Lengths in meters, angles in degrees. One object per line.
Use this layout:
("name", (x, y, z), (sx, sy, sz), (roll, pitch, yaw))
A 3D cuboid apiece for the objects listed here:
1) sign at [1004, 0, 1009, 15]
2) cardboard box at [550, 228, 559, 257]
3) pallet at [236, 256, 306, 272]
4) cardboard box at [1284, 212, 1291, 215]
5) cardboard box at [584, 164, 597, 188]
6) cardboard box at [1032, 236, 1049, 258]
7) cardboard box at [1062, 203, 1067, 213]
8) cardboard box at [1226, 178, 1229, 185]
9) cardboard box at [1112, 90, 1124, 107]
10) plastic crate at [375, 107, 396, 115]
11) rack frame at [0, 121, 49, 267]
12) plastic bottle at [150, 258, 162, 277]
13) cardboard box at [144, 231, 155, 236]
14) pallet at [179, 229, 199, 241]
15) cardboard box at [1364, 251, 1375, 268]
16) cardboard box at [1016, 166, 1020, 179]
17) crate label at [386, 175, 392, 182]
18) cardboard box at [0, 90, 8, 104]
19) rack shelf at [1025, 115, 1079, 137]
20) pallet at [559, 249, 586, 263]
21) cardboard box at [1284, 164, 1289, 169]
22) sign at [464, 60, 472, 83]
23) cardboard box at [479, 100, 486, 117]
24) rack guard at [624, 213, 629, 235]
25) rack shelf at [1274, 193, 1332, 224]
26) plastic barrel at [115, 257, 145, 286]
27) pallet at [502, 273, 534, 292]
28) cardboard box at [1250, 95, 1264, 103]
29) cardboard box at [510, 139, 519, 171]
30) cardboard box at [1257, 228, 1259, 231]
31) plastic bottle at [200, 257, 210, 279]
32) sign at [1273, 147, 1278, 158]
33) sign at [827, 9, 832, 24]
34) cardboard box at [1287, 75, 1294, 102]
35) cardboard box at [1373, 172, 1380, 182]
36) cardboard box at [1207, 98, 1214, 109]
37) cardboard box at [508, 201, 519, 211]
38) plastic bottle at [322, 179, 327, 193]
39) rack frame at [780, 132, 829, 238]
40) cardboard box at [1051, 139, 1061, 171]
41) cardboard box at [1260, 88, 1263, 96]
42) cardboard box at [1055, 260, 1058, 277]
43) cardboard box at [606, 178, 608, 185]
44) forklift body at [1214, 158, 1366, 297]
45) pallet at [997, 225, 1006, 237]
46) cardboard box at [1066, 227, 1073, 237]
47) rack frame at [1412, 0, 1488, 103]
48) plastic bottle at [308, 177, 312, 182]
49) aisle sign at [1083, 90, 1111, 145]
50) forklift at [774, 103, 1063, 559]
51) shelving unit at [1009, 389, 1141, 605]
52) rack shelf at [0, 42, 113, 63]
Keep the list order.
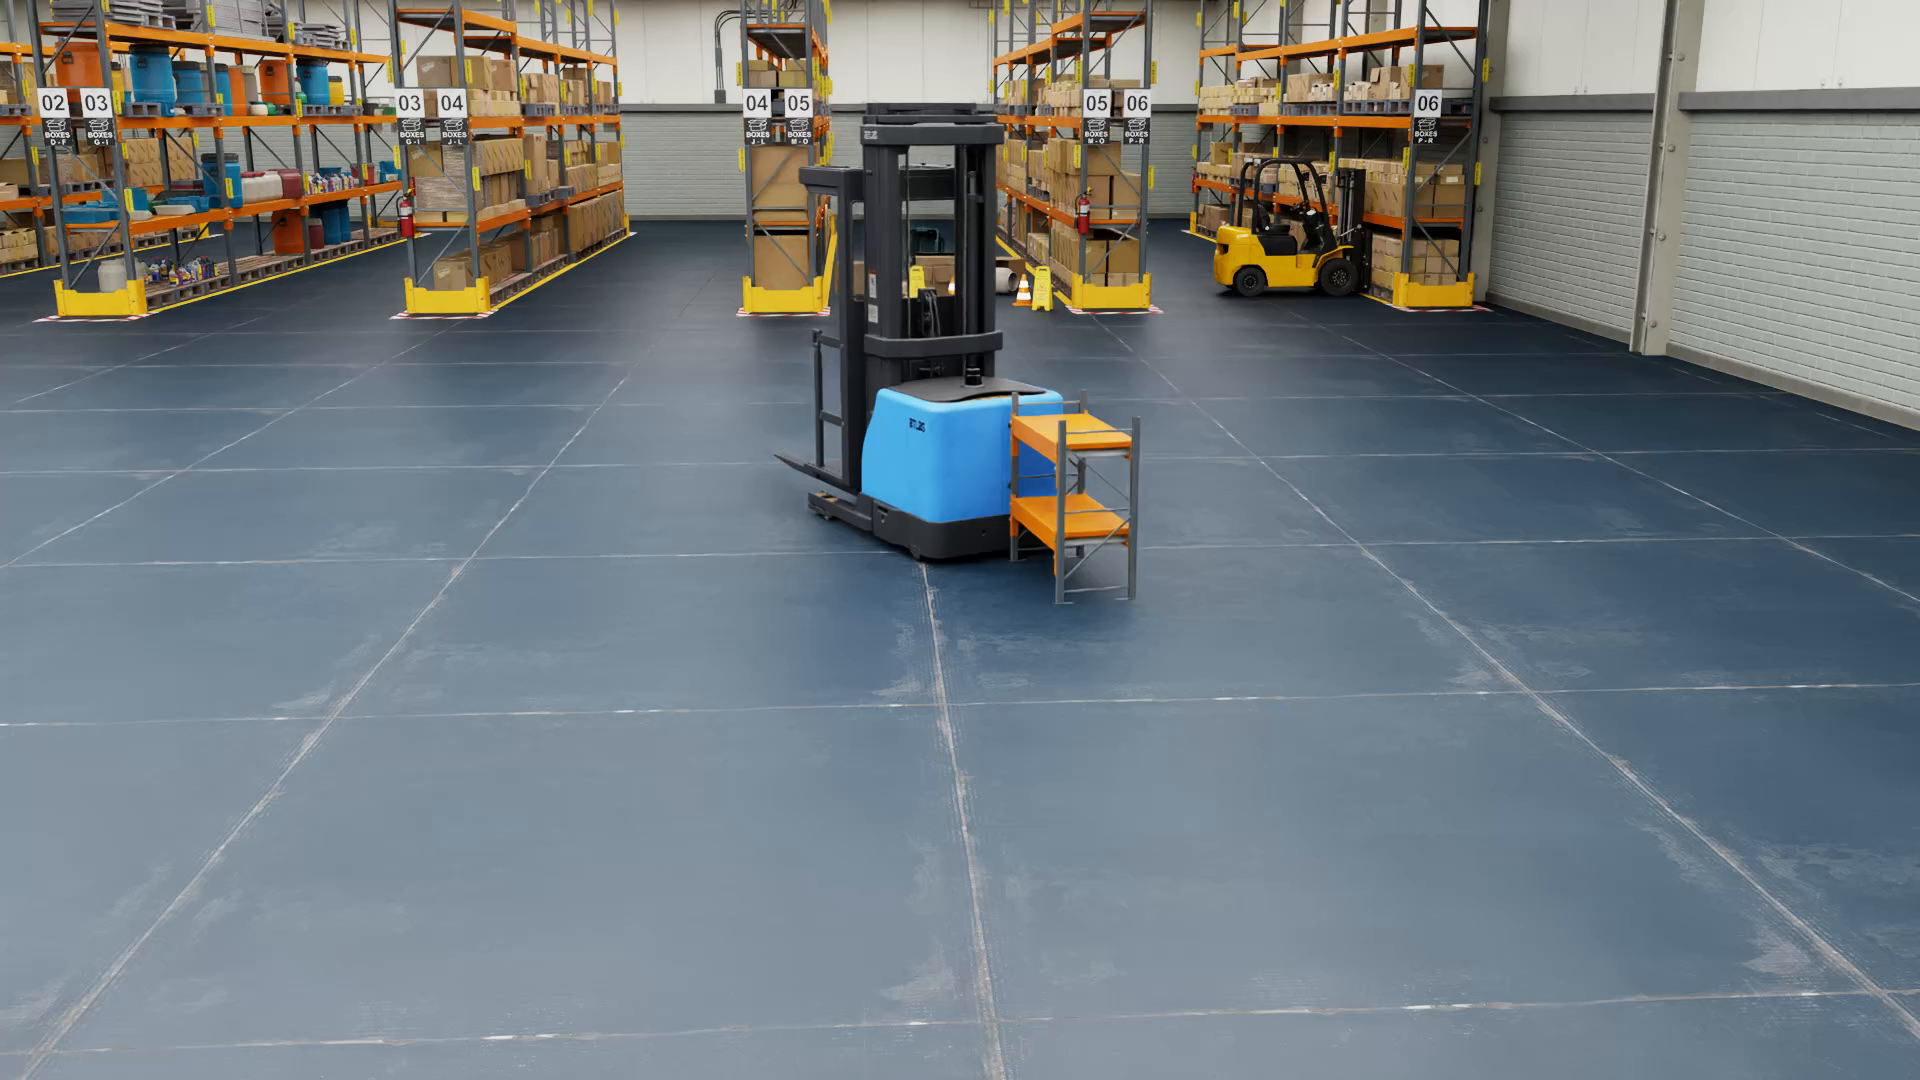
("sign", (0.999, -11.402, 35.588), (0.100, 0.325, 0.005), (-1, 14, -3))
("cardboard box", (-8.028, -5.658, 31.630), (0.700, 0.500, 0.500), (-2, 15, -6))
("pallet", (-13.023, -5.202, 31.319), (1.003, 0.211, 1.213), (-1, 14, -3))
("cardboard box", (6.961, -6.754, 34.629), (0.380, 0.149, 0.250), (-1, 14, -5))
("cardboard box", (-8.035, -7.753, 35.438), (0.500, 0.500, 0.500), (-1, 14, -3))
("cardboard box", (1.881, -5.581, 31.630), (0.950, 0.372, 0.625), (-1, 14, -5))
("cardboard box", (1.862, -5.394, 26.977), (0.380, 0.149, 0.250), (-1, 14, -4))
("cardboard box", (6.198, -8.065, 37.357), (0.380, 0.149, 0.250), (0, 14, -2))
("cardboard box", (2.532, -6.638, 24.992), (0.500, 0.250, 0.500), (-1, 14, -4))
("plastic crate", (-13.182, -9.844, 38.172), (0.450, 0.188, 0.336), (-1, 14, -3))
("rack frame", (-17.977, -6.670, 31.429), (1.000, 3.000, 0.127), (-1, 14, -3))
("plastic bottle", (-13.137, -4.427, 27.144), (0.144, 0.351, 0.185), (-1, 15, -6))
("cardboard box", (-18.098, -6.828, 36.848), (0.380, 0.166, 0.250), (-1, 14, -3))
("pallet", (-18.417, -7.092, 38.666), (1.003, 0.211, 1.213), (-1, 14, -3))
("cardboard box", (6.836, -4.546, 26.846), (0.500, 0.250, 0.500), (-1, 14, -5))
("cardboard box", (1.431, -7.515, 34.013), (0.500, 0.250, 0.500), (-1, 14, -5))
("crate label", (-13.252, -8.295, 38.155), (0.396, 0.136, 0.243), (-1, 14, -3))
("cardboard box", (-17.892, -8.141, 30.587), (0.500, 0.250, 0.500), (-2, 15, -8))
("rack shelf", (1.926, -7.582, 30.397), (1.077, 0.370, 4.000), (-1, 14, -3))
("pallet", (-8.063, -5.669, 33.134), (1.003, 0.211, 1.213), (-1, 14, -3))
("cardboard box", (6.499, -7.265, 32.239), (0.380, 0.149, 0.250), (-1, 14, -2))
("sign", (-7.052, -6.717, 23.837), (0.100, 0.325, 0.005), (-1, 14, -3))
("cardboard box", (-7.403, -6.464, 24.912), (0.500, 0.250, 0.500), (-1, 14, -5))
("rack guard", (-8.586, -7.607, 40.088), (1.175, 0.500, 0.348), (-1, 14, -3))
("rack shelf", (6.880, -6.207, 31.073), (1.077, 0.370, 4.000), (-1, 14, -3))
("plastic barrel", (-12.685, -4.041, 25.364), (0.421, 0.512, 0.421), (0, 14, 0))
("pallet", (-7.764, -4.310, 27.854), (1.003, 0.211, 1.213), (-1, 14, -3))
("cardboard box", (6.250, -9.168, 34.578), (0.380, 0.149, 0.250), (-1, 14, -2))
("cardboard box", (-7.506, -6.272, 27.078), (0.500, 0.500, 0.500), (-1, 14, -3))
("cardboard box", (6.459, -6.402, 34.561), (0.500, 0.500, 0.500), (0, 14, -1))
("plastic bottle", (-12.445, -4.477, 27.341), (0.144, 0.351, 0.185), (-2, 15, -6))
("sign", (6.215, -7.564, 32.740), (0.100, 0.325, 0.005), (-1, 14, -3))
("sign", (-3.073, -12.301, 39.083), (0.100, 0.325, 0.005), (-1, 14, -3))
("cardboard box", (6.557, -8.621, 31.750), (0.500, 0.500, 0.500), (-1, 14, -3))
("cardboard box", (6.846, -5.826, 26.647), (0.380, 0.149, 0.250), (-1, 14, -3))
("cardboard box", (6.086, -10.198, 38.826), (0.500, 0.250, 0.500), (-1, 14, -5))
("cardboard box", (-7.446, -5.470, 27.272), (0.380, 0.149, 0.250), (-1, 14, -3))
("plastic bottle", (-12.788, -7.112, 33.407), (0.097, 0.271, 0.097), (0, 14, 0))
("rack frame", (-3.380, -7.868, 36.086), (1.000, 3.000, 0.127), (-1, 14, -3))
("cardboard box", (1.874, -6.291, 27.154), (0.700, 0.500, 0.500), (-1, 14, -5))
("cardboard box", (6.359, -9.173, 34.043), (0.380, 0.149, 0.250), (-1, 14, -3))
("cardboard box", (1.861, -4.568, 27.937), (0.500, 0.250, 0.500), (0, 14, 0))
("cardboard box", (-8.091, -8.033, 37.233), (0.380, 0.149, 0.250), (-1, 14, -4))
("forklift body", (5.313, -5.095, 27.013), (2.313, 2.155, 1.214), (-1, 14, -3))
("pallet", (1.434, -7.416, 39.927), (1.003, 0.211, 1.213), (-1, 14, -3))
("cardboard box", (1.885, -4.882, 26.351), (0.380, 0.149, 0.250), (-1, 14, -3))
("rack frame", (7.251, -7.968, 24.436), (1.000, 3.000, 0.127), (-1, 14, -3))
("plastic bottle", (-13.423, -7.331, 34.249), (0.152, 0.276, 0.135), (-1, 14, -3))
("aisle sign", (2.012, -6.224, 24.481), (0.394, 0.787, 0.004), (-1, 14, -3))
("forklift", (-0.461, -1.611, 11.907), (1.130, 2.935, 3.031), (-8, 16, -28))
("shelving unit", (0.699, -0.293, 10.408), (0.538, 1.125, 1.048), (-4, 15, -13))
("rack shelf", (-18.101, -9.530, 32.754), (1.077, 0.370, 4.000), (-1, 14, -3))
